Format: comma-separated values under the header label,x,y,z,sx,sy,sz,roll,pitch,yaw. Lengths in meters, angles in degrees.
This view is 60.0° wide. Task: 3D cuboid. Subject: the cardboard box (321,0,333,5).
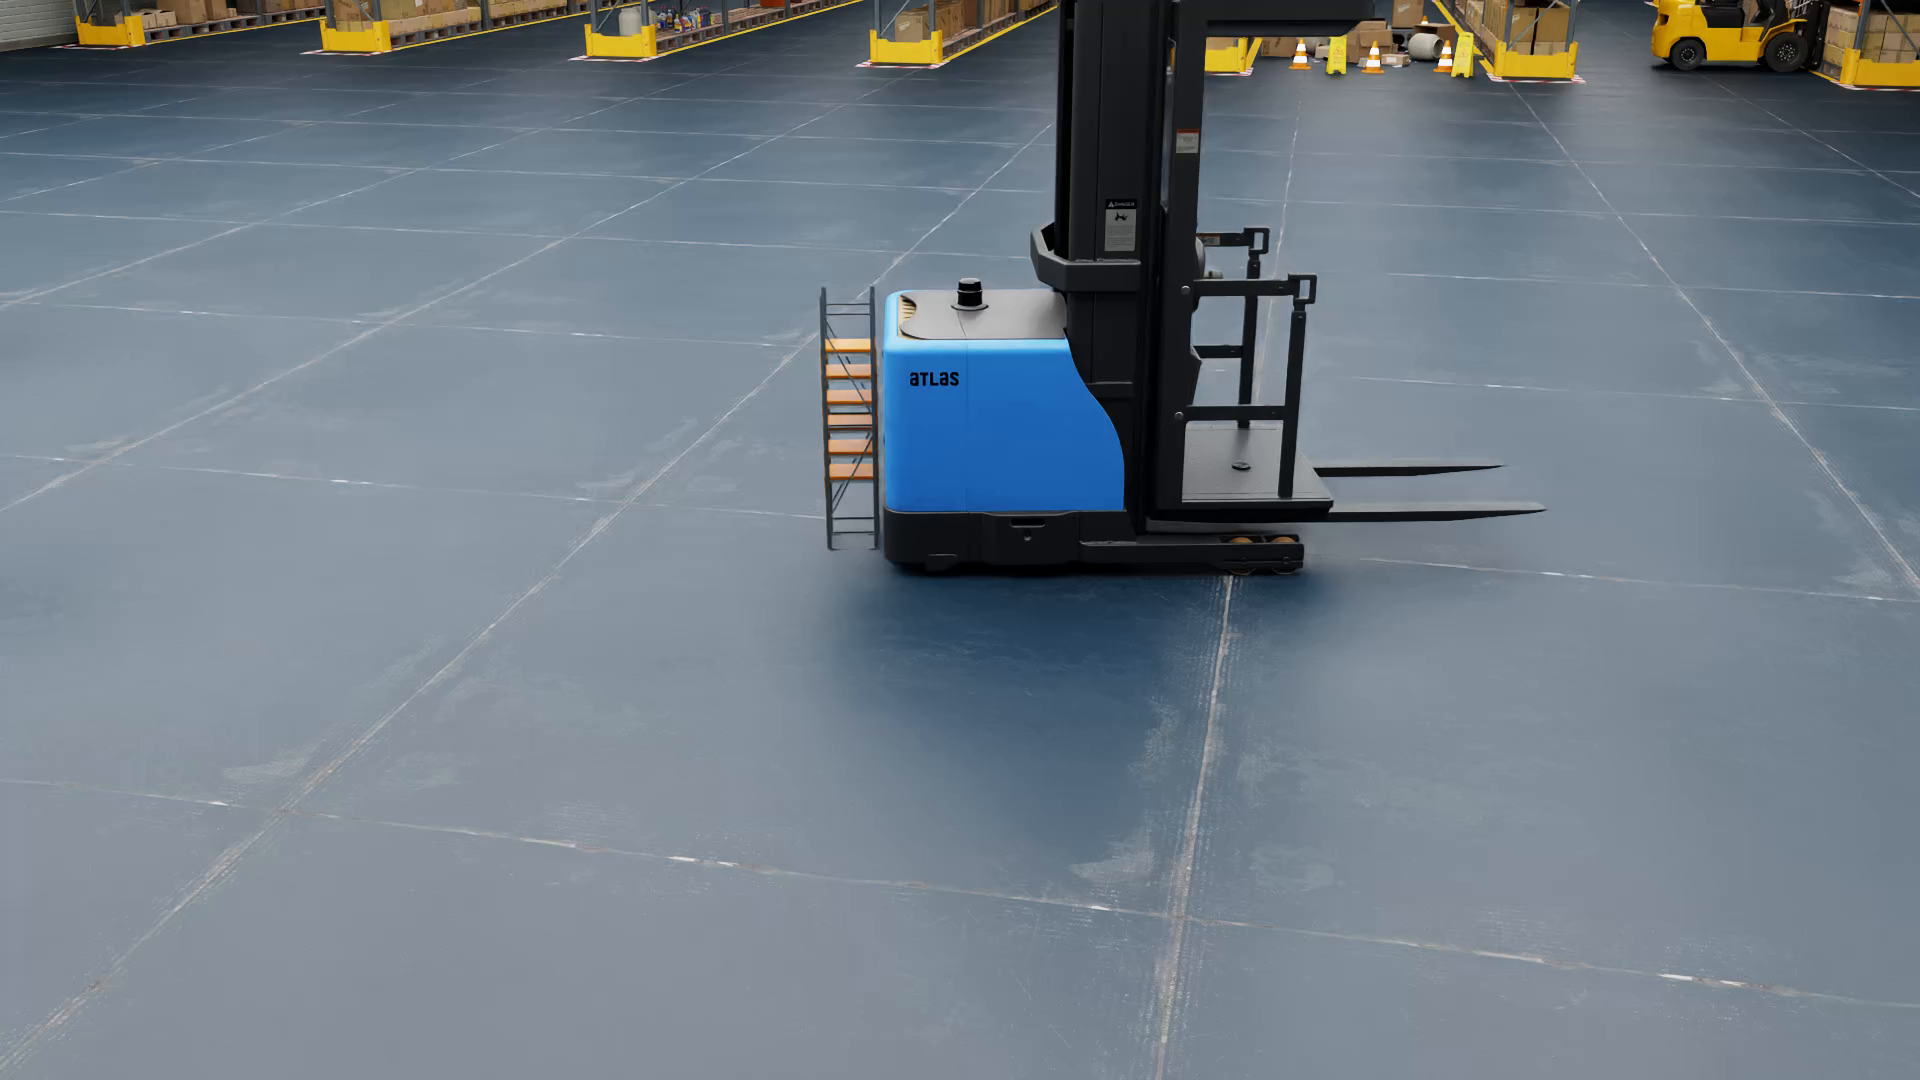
label,x,y,z,sx,sy,sz,roll,pitch,yaw
cardboard box,-14.129,-11.921,36.195,0.700,0.500,0.500,4,22,11

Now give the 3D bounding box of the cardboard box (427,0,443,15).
label,x,y,z,sx,sy,sz,roll,pitch,yaw
cardboard box,-9.961,-10.016,30.822,0.500,0.500,0.500,4,22,11

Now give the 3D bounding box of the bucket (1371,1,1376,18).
label,x,y,z,sx,sy,sz,roll,pitch,yaw
bucket,6.981,-9.274,29.212,0.726,0.611,0.620,13,15,29

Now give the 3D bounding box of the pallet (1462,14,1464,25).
label,x,y,z,sx,sy,sz,roll,pitch,yaw
pallet,10.669,-10.424,33.454,1.003,0.211,1.213,4,22,11

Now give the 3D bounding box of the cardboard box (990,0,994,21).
label,x,y,z,sx,sy,sz,roll,pitch,yaw
cardboard box,0.293,-10.373,32.350,0.700,0.500,0.500,3,22,6

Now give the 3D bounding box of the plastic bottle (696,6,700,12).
label,x,y,z,sx,sy,sz,roll,pitch,yaw
plastic bottle,-4.922,-9.834,31.213,0.144,0.351,0.185,4,22,11

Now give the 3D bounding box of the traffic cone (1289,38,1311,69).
label,x,y,z,sx,sy,sz,roll,pitch,yaw
traffic cone,5.434,-7.759,26.499,0.336,0.463,0.334,4,22,11

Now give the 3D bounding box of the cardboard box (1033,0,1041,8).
label,x,y,z,sx,sy,sz,roll,pitch,yaw
cardboard box,1.084,-11.976,35.856,1.225,0.875,0.875,5,22,11

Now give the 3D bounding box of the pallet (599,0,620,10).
label,x,y,z,sx,sy,sz,roll,pitch,yaw
pallet,-8.524,-12.368,38.282,1.003,0.211,1.213,4,22,11

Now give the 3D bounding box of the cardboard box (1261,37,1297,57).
label,x,y,z,sx,sy,sz,roll,pitch,yaw
cardboard box,5.440,-8.508,28.306,0.500,0.500,0.500,8,23,20

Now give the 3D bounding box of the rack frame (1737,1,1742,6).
label,x,y,z,sx,sy,sz,roll,pitch,yaw
rack frame,15.295,-11.058,31.295,1.000,3.000,0.127,4,22,11

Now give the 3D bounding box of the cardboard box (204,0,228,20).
label,x,y,z,sx,sy,sz,roll,pitch,yaw
cardboard box,-14.803,-10.522,32.722,0.500,0.500,0.500,3,22,7

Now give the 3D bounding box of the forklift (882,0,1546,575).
label,x,y,z,sx,sy,sz,roll,pitch,yaw
forklift,1.160,-1.400,7.405,3.031,2.935,1.130,-1,22,-2

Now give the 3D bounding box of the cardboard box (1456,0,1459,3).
label,x,y,z,sx,sy,sz,roll,pitch,yaw
cardboard box,11.484,-12.126,36.813,0.875,0.438,0.875,4,22,10

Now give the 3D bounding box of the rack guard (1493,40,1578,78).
label,x,y,z,sx,sy,sz,roll,pitch,yaw
rack guard,8.818,-7.377,25.502,1.175,0.500,0.348,4,22,11

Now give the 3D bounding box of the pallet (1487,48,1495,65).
label,x,y,z,sx,sy,sz,roll,pitch,yaw
pallet,9.269,-7.983,27.392,1.003,0.211,1.213,4,22,11

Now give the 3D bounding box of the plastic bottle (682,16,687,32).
label,x,y,z,sx,sy,sz,roll,pitch,yaw
plastic bottle,-5.003,-9.345,30.106,0.097,0.271,0.097,0,22,0

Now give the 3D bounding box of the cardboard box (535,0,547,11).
label,x,y,z,sx,sy,sz,roll,pitch,yaw
cardboard box,-9.040,-11.283,34.972,0.500,0.250,0.500,5,22,12

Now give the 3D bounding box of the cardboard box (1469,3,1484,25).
label,x,y,z,sx,sy,sz,roll,pitch,yaw
cardboard box,10.167,-9.934,31.461,0.950,0.372,0.625,4,22,10

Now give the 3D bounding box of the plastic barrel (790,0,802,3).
label,x,y,z,sx,sy,sz,roll,pitch,yaw
plastic barrel,-3.802,-12.237,36.889,0.600,0.588,0.708,4,22,11

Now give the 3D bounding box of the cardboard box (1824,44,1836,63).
label,x,y,z,sx,sy,sz,roll,pitch,yaw
cardboard box,13.560,-7.429,25.402,0.500,0.250,0.500,4,22,11

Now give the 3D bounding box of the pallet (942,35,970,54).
label,x,y,z,sx,sy,sz,roll,pitch,yaw
pallet,-0.432,-8.738,29.268,1.003,0.211,1.213,4,22,11

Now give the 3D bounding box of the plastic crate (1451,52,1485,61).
label,x,y,z,sx,sy,sz,roll,pitch,yaw
plastic crate,8.495,-8.106,27.874,0.402,0.080,0.583,-3,22,-8

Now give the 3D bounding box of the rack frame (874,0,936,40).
label,x,y,z,sx,sy,sz,roll,pitch,yaw
rack frame,-0.899,-9.265,26.842,1.000,3.000,0.127,4,22,11

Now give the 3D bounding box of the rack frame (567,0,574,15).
label,x,y,z,sx,sy,sz,roll,pitch,yaw
rack frame,-8.964,-12.947,35.985,1.000,3.000,0.127,4,22,11

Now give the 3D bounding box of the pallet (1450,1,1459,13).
label,x,y,z,sx,sy,sz,roll,pitch,yaw
pallet,11.483,-11.876,37.060,1.003,0.211,1.213,4,22,11

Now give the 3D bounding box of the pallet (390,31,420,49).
label,x,y,z,sx,sy,sz,roll,pitch,yaw
pallet,-10.481,-9.011,29.944,1.003,0.211,1.213,4,22,11

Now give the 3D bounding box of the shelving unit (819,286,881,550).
label,x,y,z,sx,sy,sz,roll,pitch,yaw
shelving unit,-0.499,-0.547,7.605,0.258,1.200,0.189,-1,22,-2

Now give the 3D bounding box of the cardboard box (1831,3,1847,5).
label,x,y,z,sx,sy,sz,roll,pitch,yaw
cardboard box,13.868,-8.456,26.615,0.500,0.250,0.500,5,23,13

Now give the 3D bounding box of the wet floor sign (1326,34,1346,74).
label,x,y,z,sx,sy,sz,roll,pitch,yaw
wet floor sign,5.868,-7.596,25.850,0.267,0.644,0.232,1,22,2

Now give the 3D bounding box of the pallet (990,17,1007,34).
label,x,y,z,sx,sy,sz,roll,pitch,yaw
pallet,0.321,-10.166,32.814,1.003,0.211,1.213,4,22,11

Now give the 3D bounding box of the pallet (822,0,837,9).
label,x,y,z,sx,sy,sz,roll,pitch,yaw
pallet,-3.498,-12.458,38.505,1.003,0.211,1.213,4,22,11

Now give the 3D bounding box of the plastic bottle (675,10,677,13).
label,x,y,z,sx,sy,sz,roll,pitch,yaw
plastic bottle,-5.361,-9.838,31.312,0.061,0.283,0.133,4,22,11

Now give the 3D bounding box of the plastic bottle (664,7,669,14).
label,x,y,z,sx,sy,sz,roll,pitch,yaw
plastic bottle,-5.503,-9.817,31.170,0.144,0.351,0.185,5,22,12

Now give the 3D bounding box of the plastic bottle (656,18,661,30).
label,x,y,z,sx,sy,sz,roll,pitch,yaw
plastic bottle,-5.539,-9.462,30.489,0.097,0.201,0.097,0,22,0

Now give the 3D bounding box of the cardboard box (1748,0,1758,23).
label,x,y,z,sx,sy,sz,roll,pitch,yaw
cardboard box,15.028,-9.685,30.501,0.875,0.625,0.625,5,23,13

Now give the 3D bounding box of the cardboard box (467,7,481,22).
label,x,y,z,sx,sy,sz,roll,pitch,yaw
cardboard box,-9.661,-10.217,32.326,0.500,0.250,0.500,4,22,11

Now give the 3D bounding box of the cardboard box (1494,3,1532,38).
label,x,y,z,sx,sy,sz,roll,pitch,yaw
cardboard box,8.814,-8.280,26.513,0.500,0.500,0.500,5,23,13

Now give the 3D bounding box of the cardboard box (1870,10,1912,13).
label,x,y,z,sx,sy,sz,roll,pitch,yaw
cardboard box,14.044,-7.860,25.134,0.500,0.250,0.500,4,22,11

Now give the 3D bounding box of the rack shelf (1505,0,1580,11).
label,x,y,z,sx,sy,sz,roll,pitch,yaw
rack shelf,9.210,-8.907,26.917,1.077,0.370,4.000,4,22,11

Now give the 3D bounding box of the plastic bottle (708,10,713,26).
label,x,y,z,sx,sy,sz,roll,pitch,yaw
plastic bottle,-4.707,-9.848,31.338,0.061,0.283,0.133,6,23,14

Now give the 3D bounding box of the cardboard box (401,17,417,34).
label,x,y,z,sx,sy,sz,roll,pitch,yaw
cardboard box,-10.171,-9.303,30.055,0.500,0.250,0.500,4,22,11

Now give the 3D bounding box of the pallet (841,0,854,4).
label,x,y,z,sx,sy,sz,roll,pitch,yaw
pallet,-3.187,-13.009,39.873,1.003,0.211,1.213,4,22,11

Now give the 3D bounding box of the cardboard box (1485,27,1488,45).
label,x,y,z,sx,sy,sz,roll,pitch,yaw
cardboard box,9.136,-8.500,28.062,0.500,0.250,0.500,6,23,14

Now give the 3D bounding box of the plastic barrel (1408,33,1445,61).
label,x,y,z,sx,sy,sz,roll,pitch,yaw
plastic barrel,7.742,-8.185,27.610,0.421,0.421,0.512,-16,27,-35

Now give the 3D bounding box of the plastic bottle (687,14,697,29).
label,x,y,z,sx,sy,sz,roll,pitch,yaw
plastic bottle,-4.923,-9.541,30.585,0.152,0.276,0.135,5,22,12

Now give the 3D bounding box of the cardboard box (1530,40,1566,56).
label,x,y,z,sx,sy,sz,roll,pitch,yaw
cardboard box,9.237,-7.702,26.082,0.500,0.250,0.500,4,22,10

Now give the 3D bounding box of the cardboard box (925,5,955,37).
label,x,y,z,sx,sy,sz,roll,pitch,yaw
cardboard box,-0.363,-9.176,29.407,0.500,0.500,0.500,2,22,6

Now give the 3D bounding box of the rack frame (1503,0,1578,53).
label,x,y,z,sx,sy,sz,roll,pitch,yaw
rack frame,8.802,-8.509,24.966,1.000,3.000,0.127,4,22,11

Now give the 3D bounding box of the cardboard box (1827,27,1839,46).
label,x,y,z,sx,sy,sz,roll,pitch,yaw
cardboard box,13.568,-7.668,25.327,0.500,0.250,0.500,4,22,10

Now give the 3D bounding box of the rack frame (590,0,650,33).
label,x,y,z,sx,sy,sz,roll,pitch,yaw
rack frame,-5.748,-9.642,27.780,1.000,3.000,0.127,4,22,11

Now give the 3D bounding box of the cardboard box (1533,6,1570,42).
label,x,y,z,sx,sy,sz,roll,pitch,yaw
cardboard box,9.242,-8.059,25.963,0.500,0.500,0.500,4,22,9

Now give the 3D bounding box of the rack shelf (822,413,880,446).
label,x,y,z,sx,sy,sz,roll,pitch,yaw
rack shelf,-0.499,-0.505,7.621,0.258,0.103,0.180,-1,22,-2
